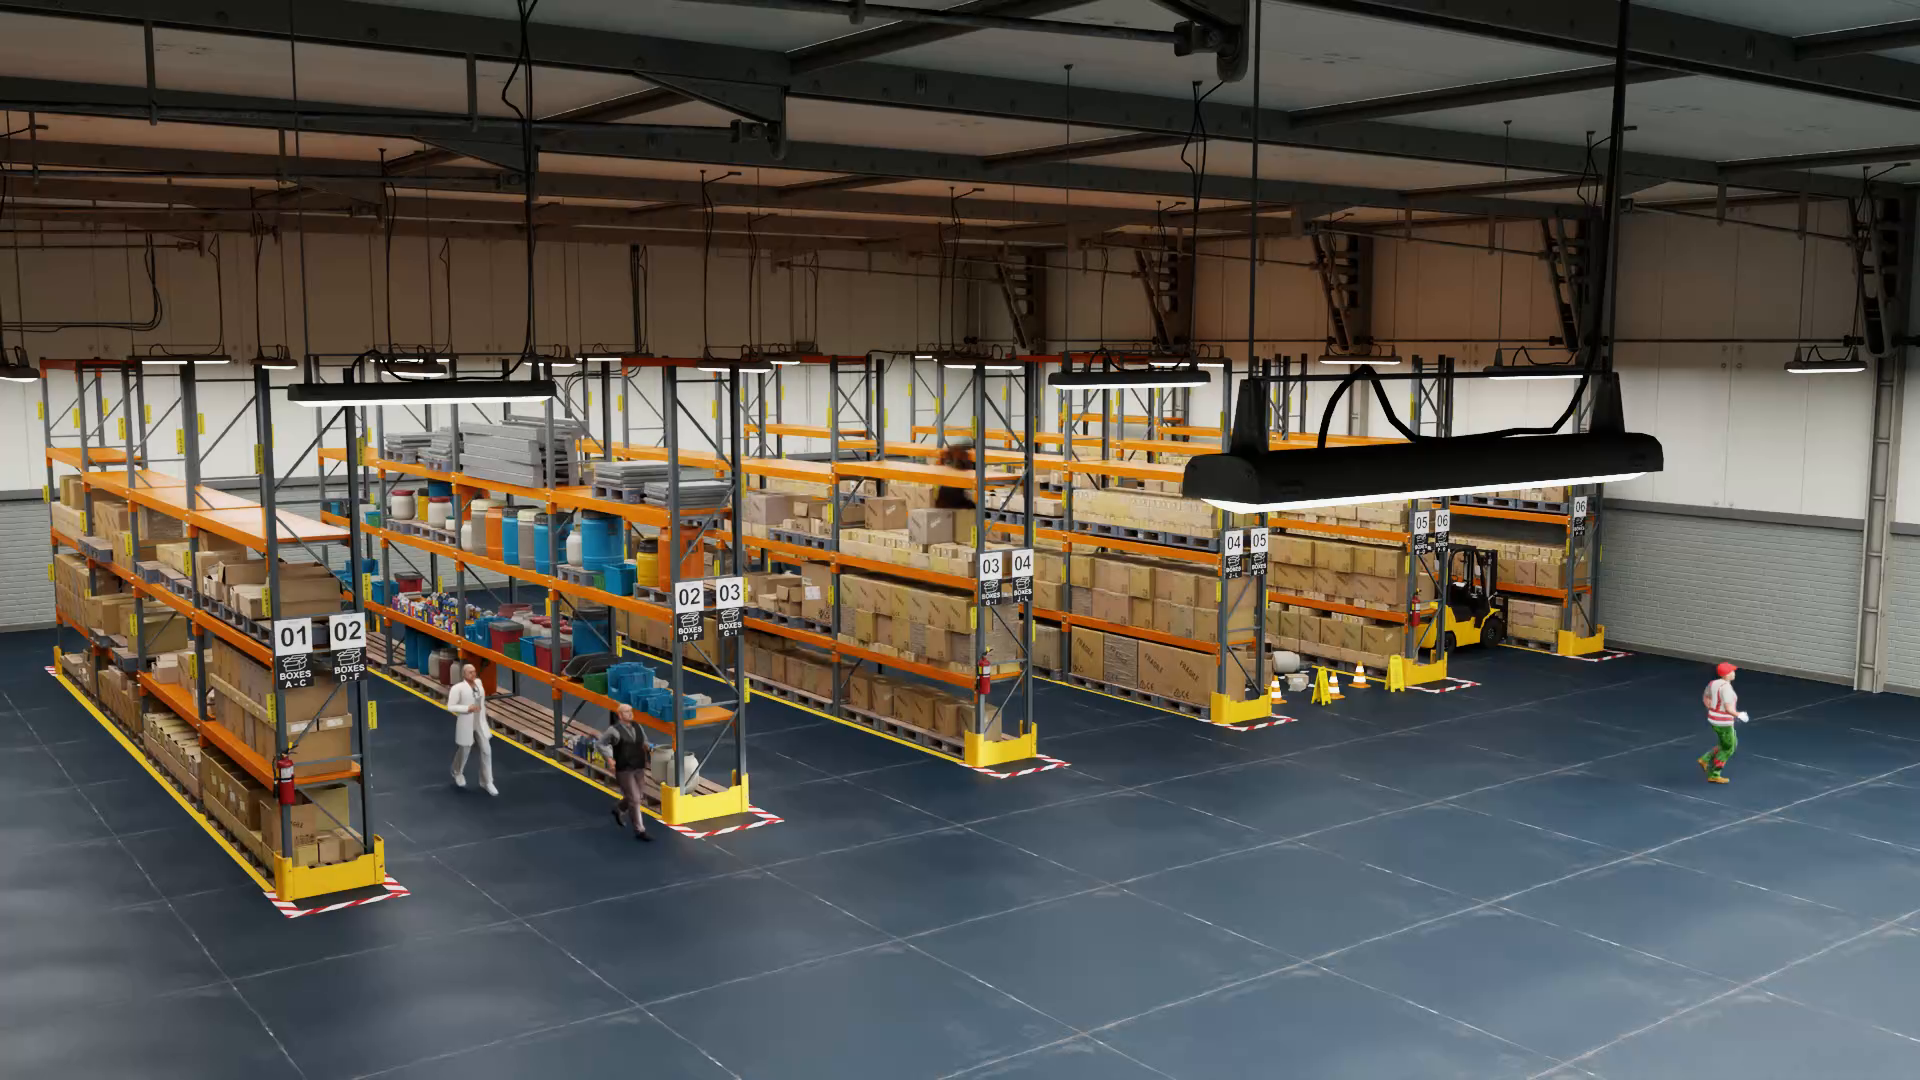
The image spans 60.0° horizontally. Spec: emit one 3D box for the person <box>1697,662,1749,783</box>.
[{"bbox_3d":[10.918,2.612,23.777,0.586,1.745,0.661,1,7,5],"label":"person"}]

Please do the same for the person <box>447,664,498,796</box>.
[{"bbox_3d":[-6.894,2.681,23.351,0.950,1.737,0.696,7,10,44],"label":"person"}]

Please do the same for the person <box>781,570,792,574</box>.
[{"bbox_3d":[-3.485,1.468,33.447,0.651,1.754,0.675,-5,8,-35],"label":"person"}]

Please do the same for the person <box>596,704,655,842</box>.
[{"bbox_3d":[-4.212,2.935,21.190,0.920,1.695,0.661,5,9,37],"label":"person"}]
